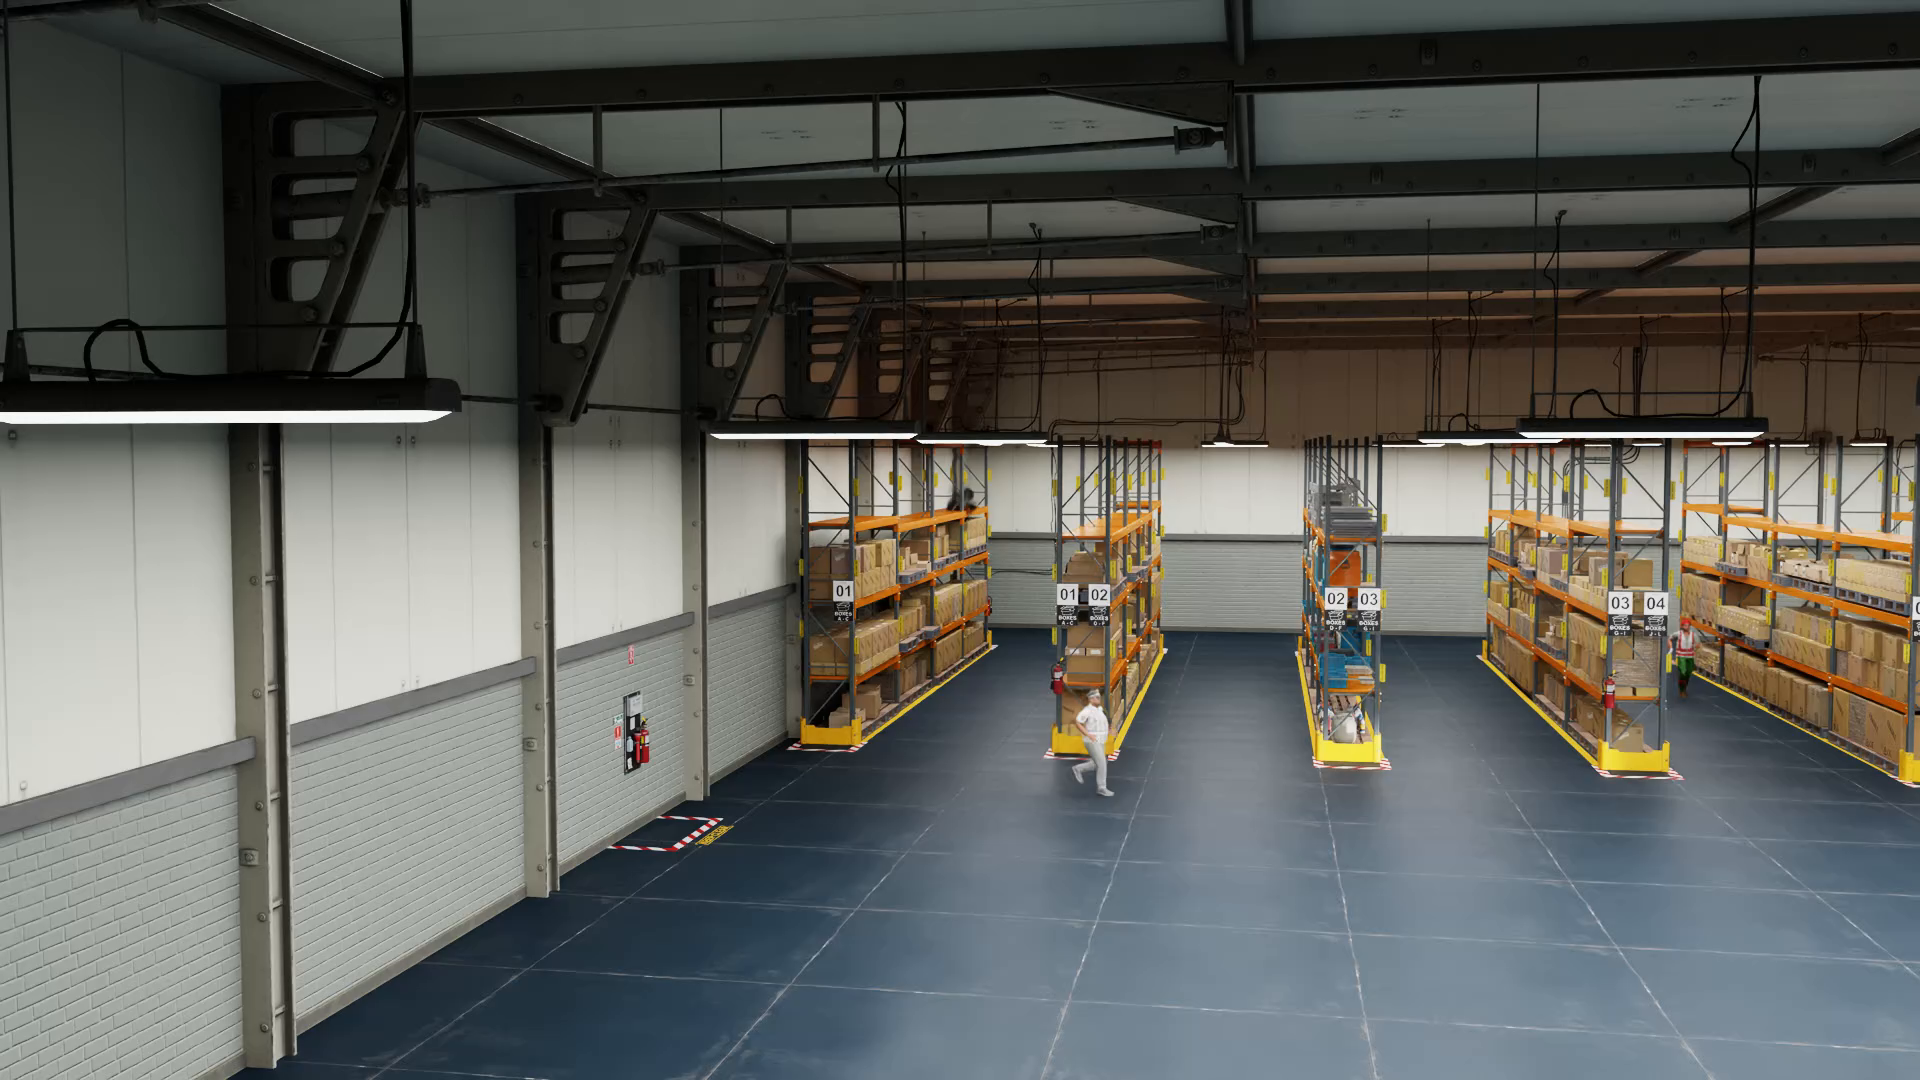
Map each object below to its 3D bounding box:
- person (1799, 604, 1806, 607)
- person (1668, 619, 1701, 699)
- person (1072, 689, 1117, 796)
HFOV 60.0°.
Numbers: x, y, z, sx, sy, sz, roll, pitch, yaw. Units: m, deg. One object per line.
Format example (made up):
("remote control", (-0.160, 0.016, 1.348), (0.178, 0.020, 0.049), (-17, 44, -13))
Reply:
("person", (22.983, 2.514, 45.171), (0.598, 1.554, 0.522), (0, 3, -2))
("person", (16.753, 2.751, 38.430), (0.650, 1.844, 0.774), (0, 3, 5))
("person", (2.209, 3.359, 27.721), (0.833, 1.775, 0.663), (2, 4, 31))
